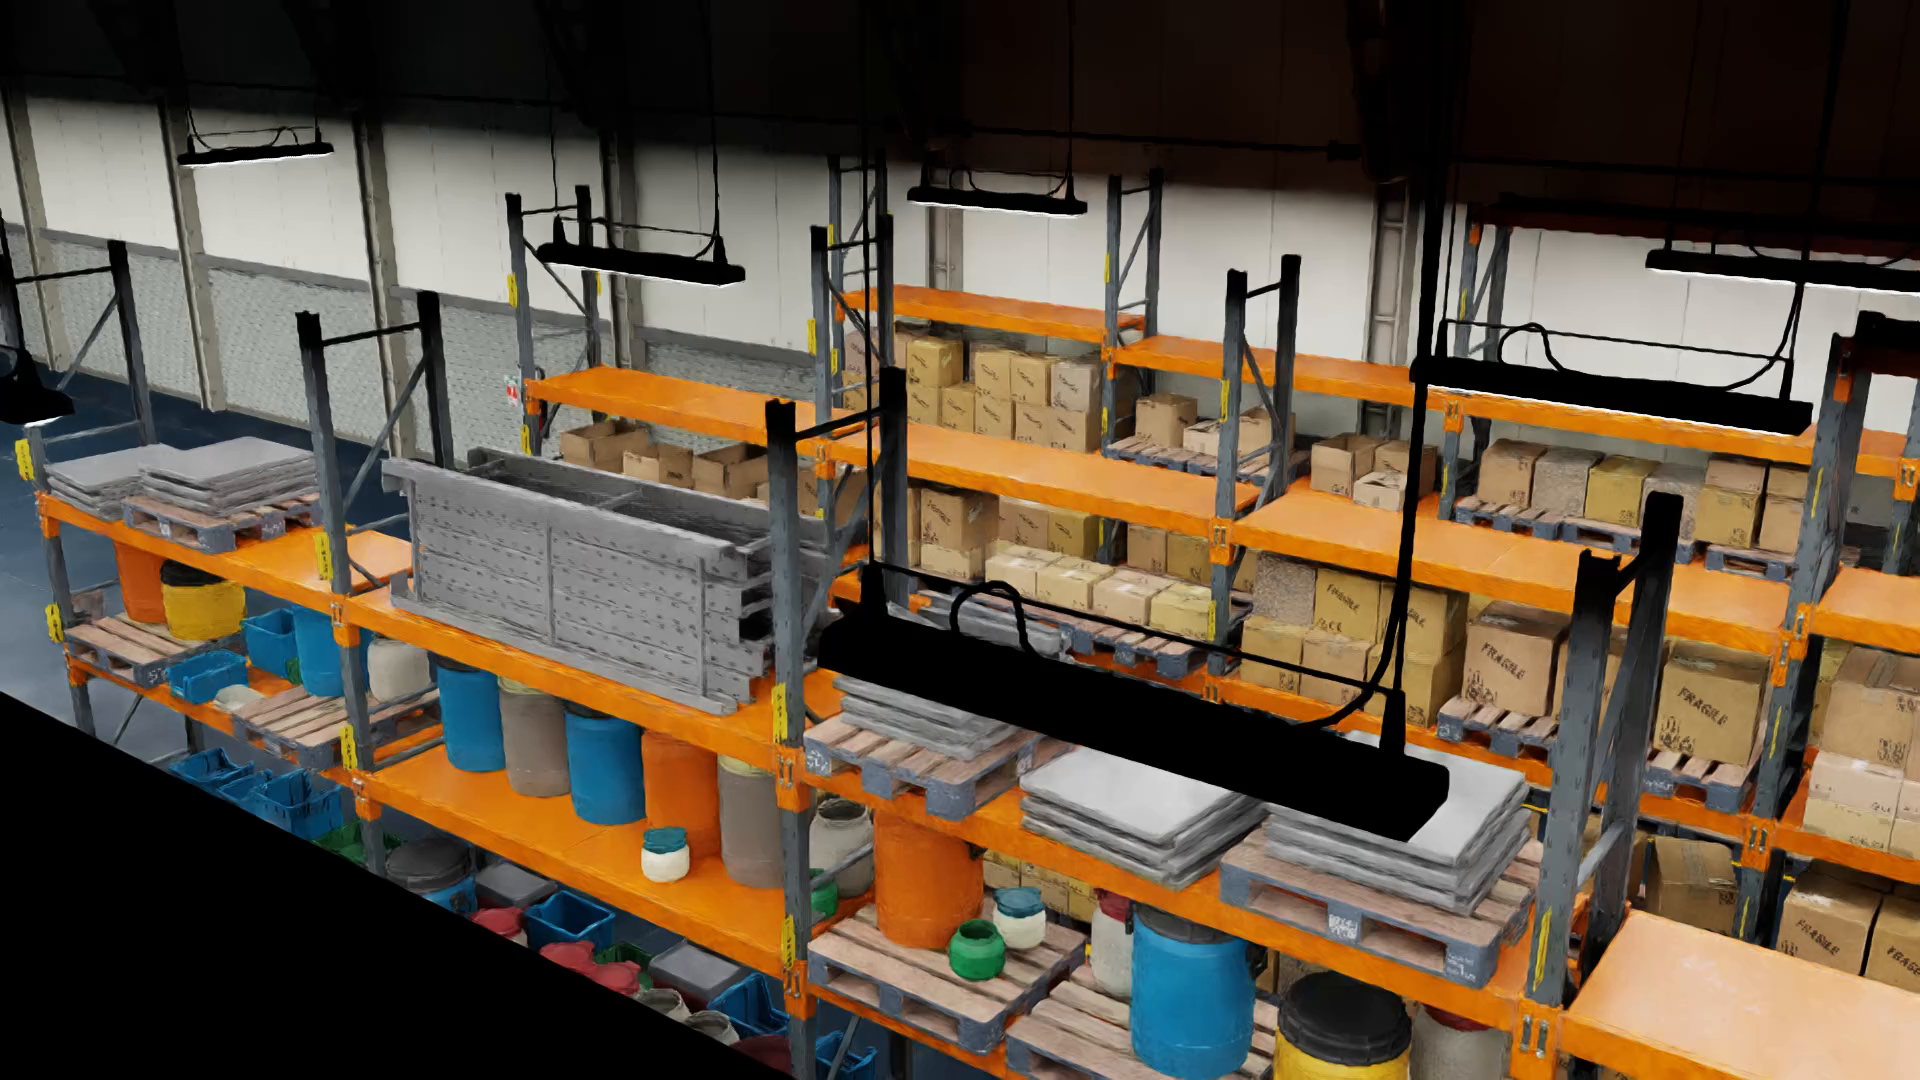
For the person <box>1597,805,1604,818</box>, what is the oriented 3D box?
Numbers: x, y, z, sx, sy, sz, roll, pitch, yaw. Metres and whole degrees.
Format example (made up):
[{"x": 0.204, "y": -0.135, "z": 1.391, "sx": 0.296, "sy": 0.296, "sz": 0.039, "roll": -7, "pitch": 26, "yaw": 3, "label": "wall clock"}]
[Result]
[{"x": 5.451, "y": 2.960, "z": 13.730, "sx": 0.531, "sy": 1.629, "sz": 0.571, "roll": 12, "pitch": 22, "yaw": 32, "label": "person"}]
